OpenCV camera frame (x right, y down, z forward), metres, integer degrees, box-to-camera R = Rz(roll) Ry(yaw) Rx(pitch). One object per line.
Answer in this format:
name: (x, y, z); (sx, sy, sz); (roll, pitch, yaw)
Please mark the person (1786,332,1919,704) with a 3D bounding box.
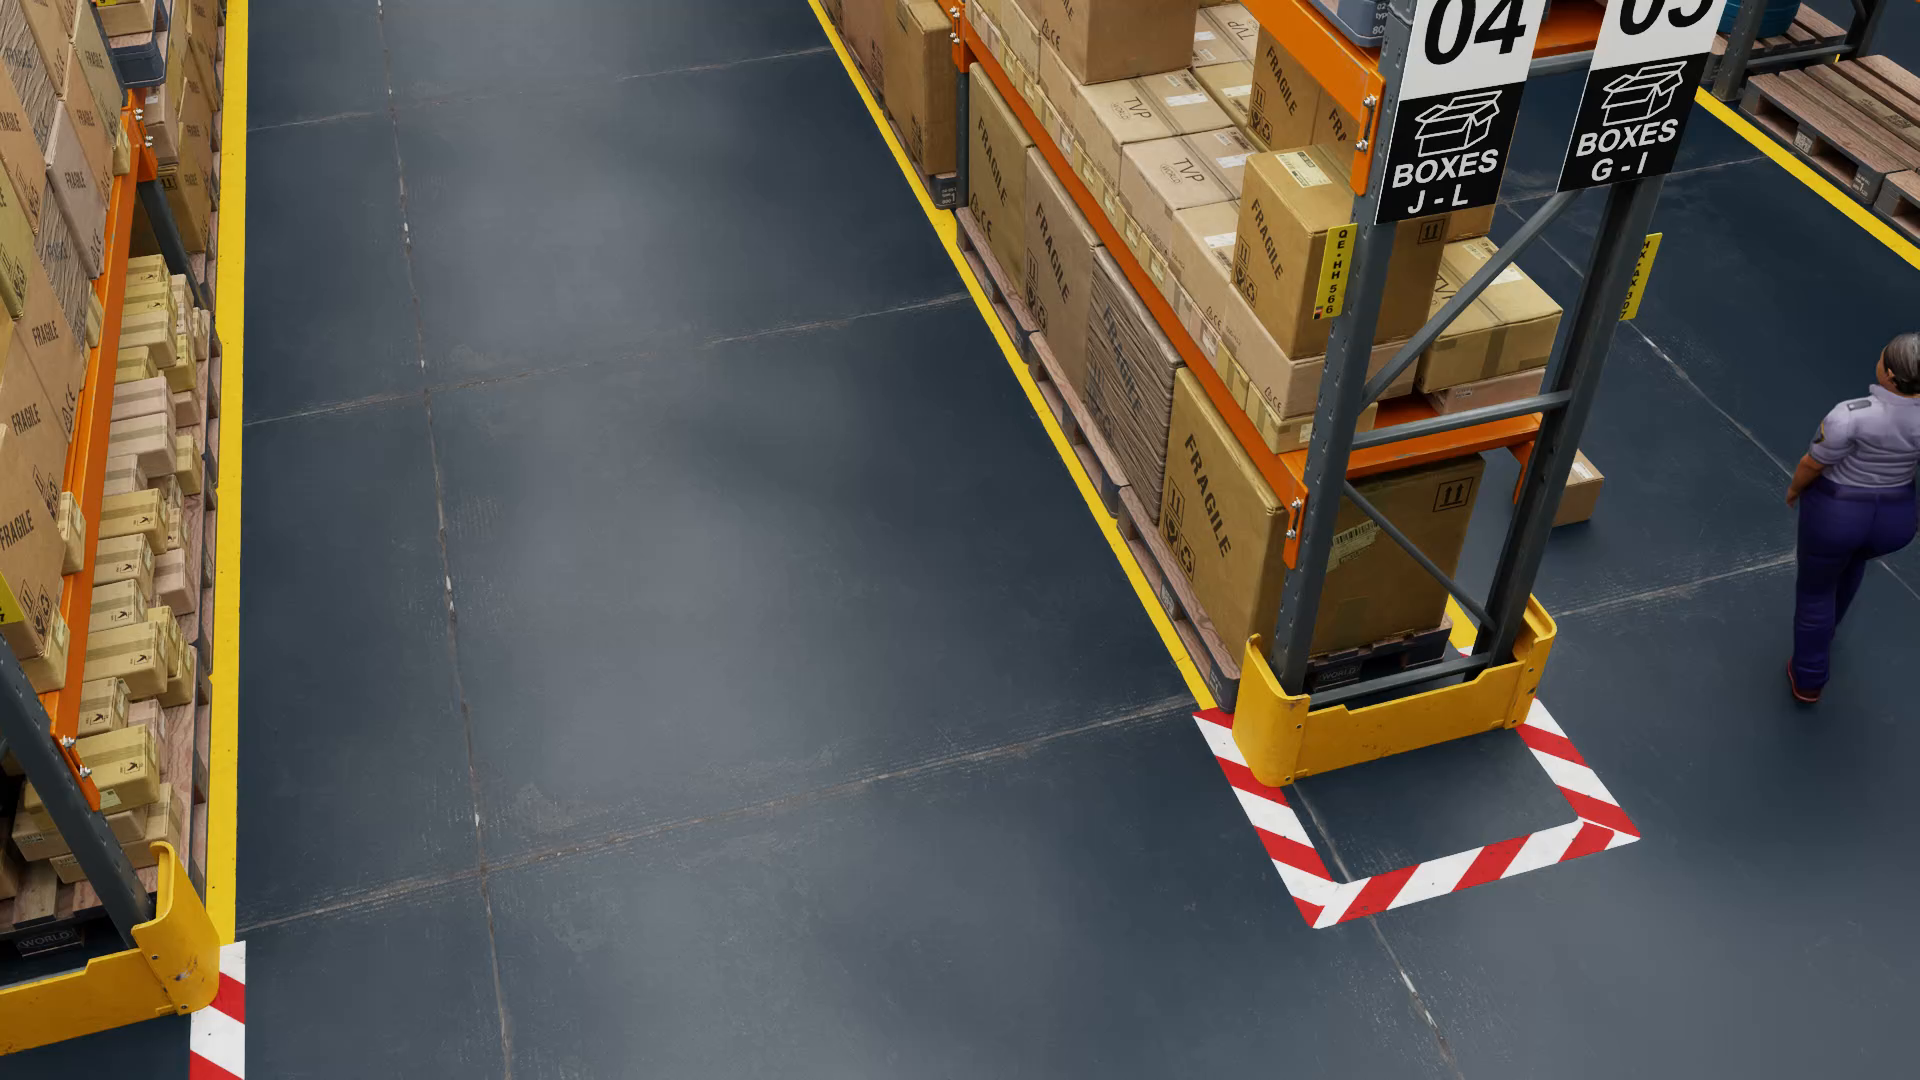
person: (3.381, -0.103, 6.316); (0.560, 1.698, 0.590); (2, 43, 2)
